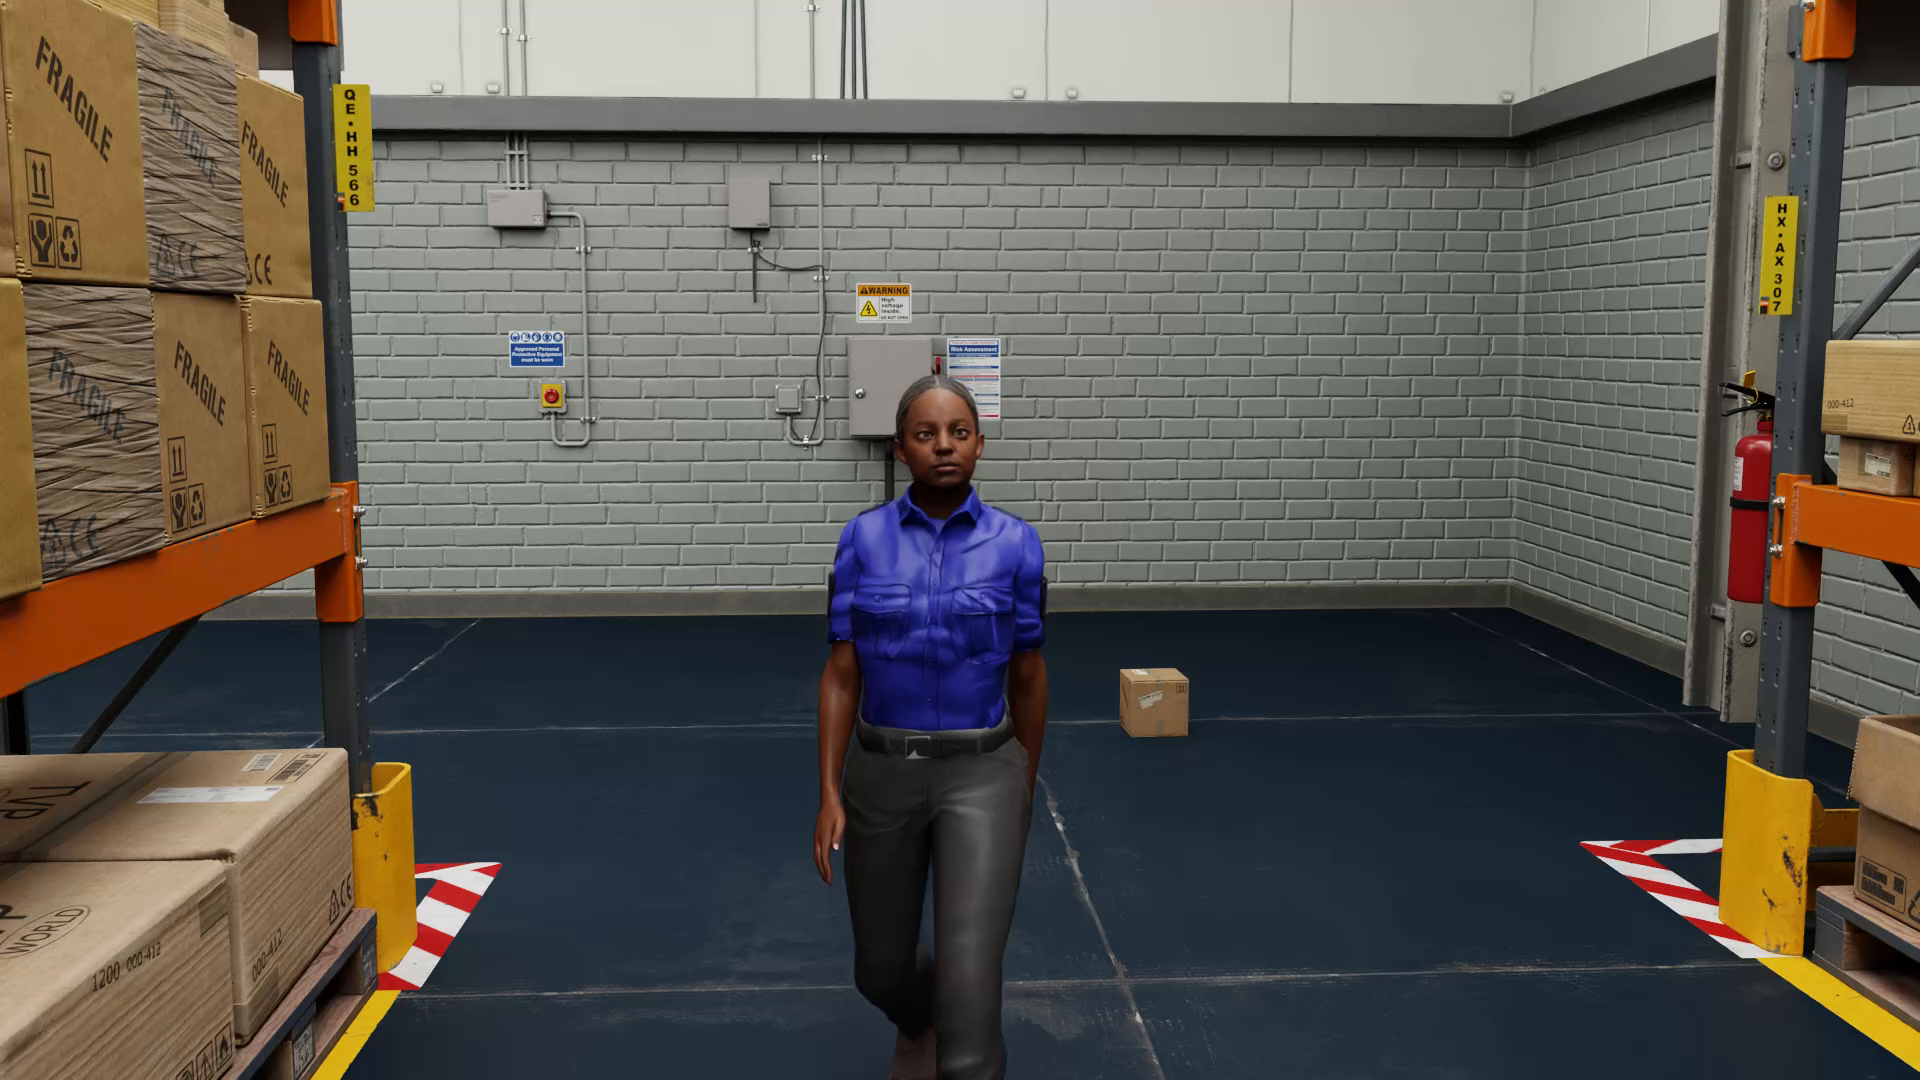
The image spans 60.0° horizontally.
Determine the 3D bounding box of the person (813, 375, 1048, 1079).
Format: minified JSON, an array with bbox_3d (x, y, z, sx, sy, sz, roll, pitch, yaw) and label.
[{"bbox_3d":[-0.051,0.508,3.275,0.434,1.559,0.916,1,7,8],"label":"person"}]
